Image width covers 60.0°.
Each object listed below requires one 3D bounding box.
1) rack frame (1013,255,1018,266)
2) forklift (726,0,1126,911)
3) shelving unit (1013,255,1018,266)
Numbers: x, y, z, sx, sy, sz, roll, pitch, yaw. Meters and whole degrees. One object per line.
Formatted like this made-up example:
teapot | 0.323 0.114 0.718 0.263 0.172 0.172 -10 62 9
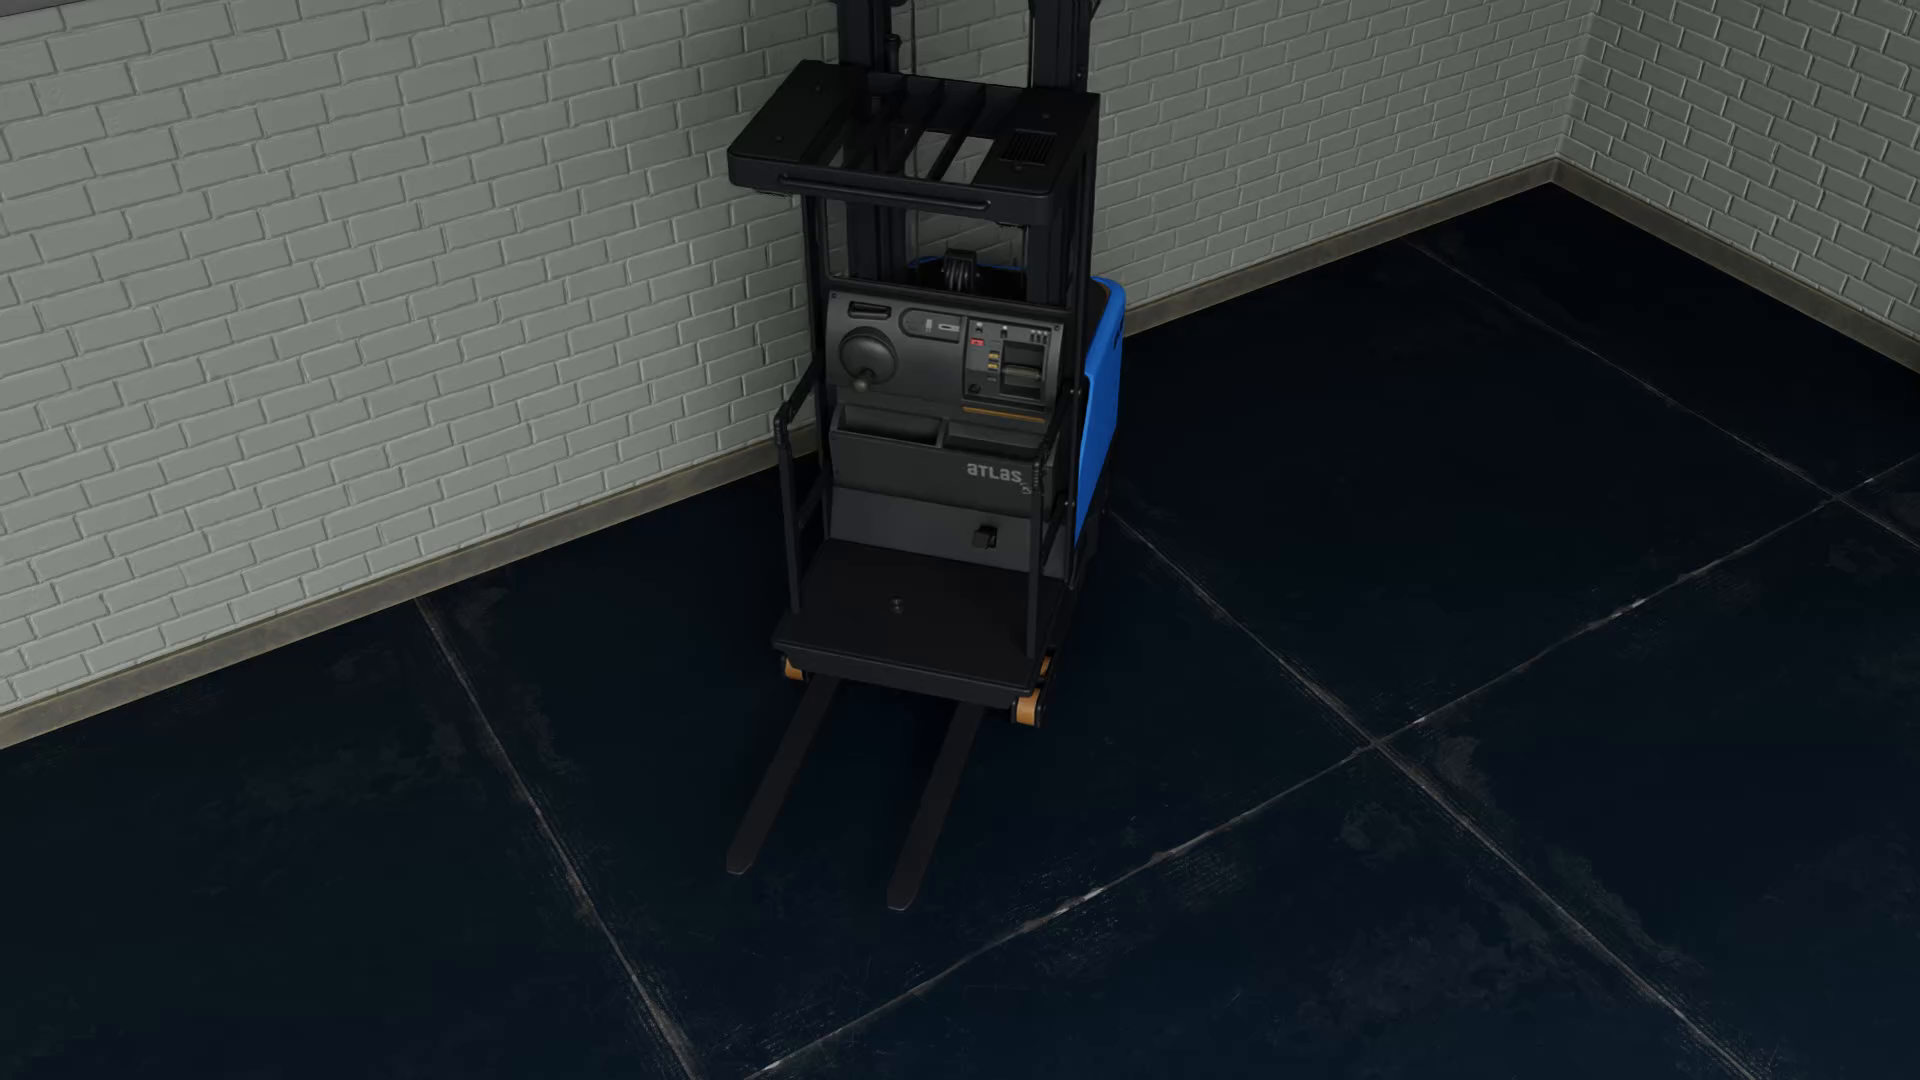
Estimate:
rack frame | 0.183 -0.974 8.216 0.240 0.900 0.006 -28 47 -30
forklift | -0.121 -0.643 6.233 1.130 2.935 3.031 10 41 12
shelving unit | 0.249 -0.924 8.156 0.258 0.900 0.210 -28 47 -30
